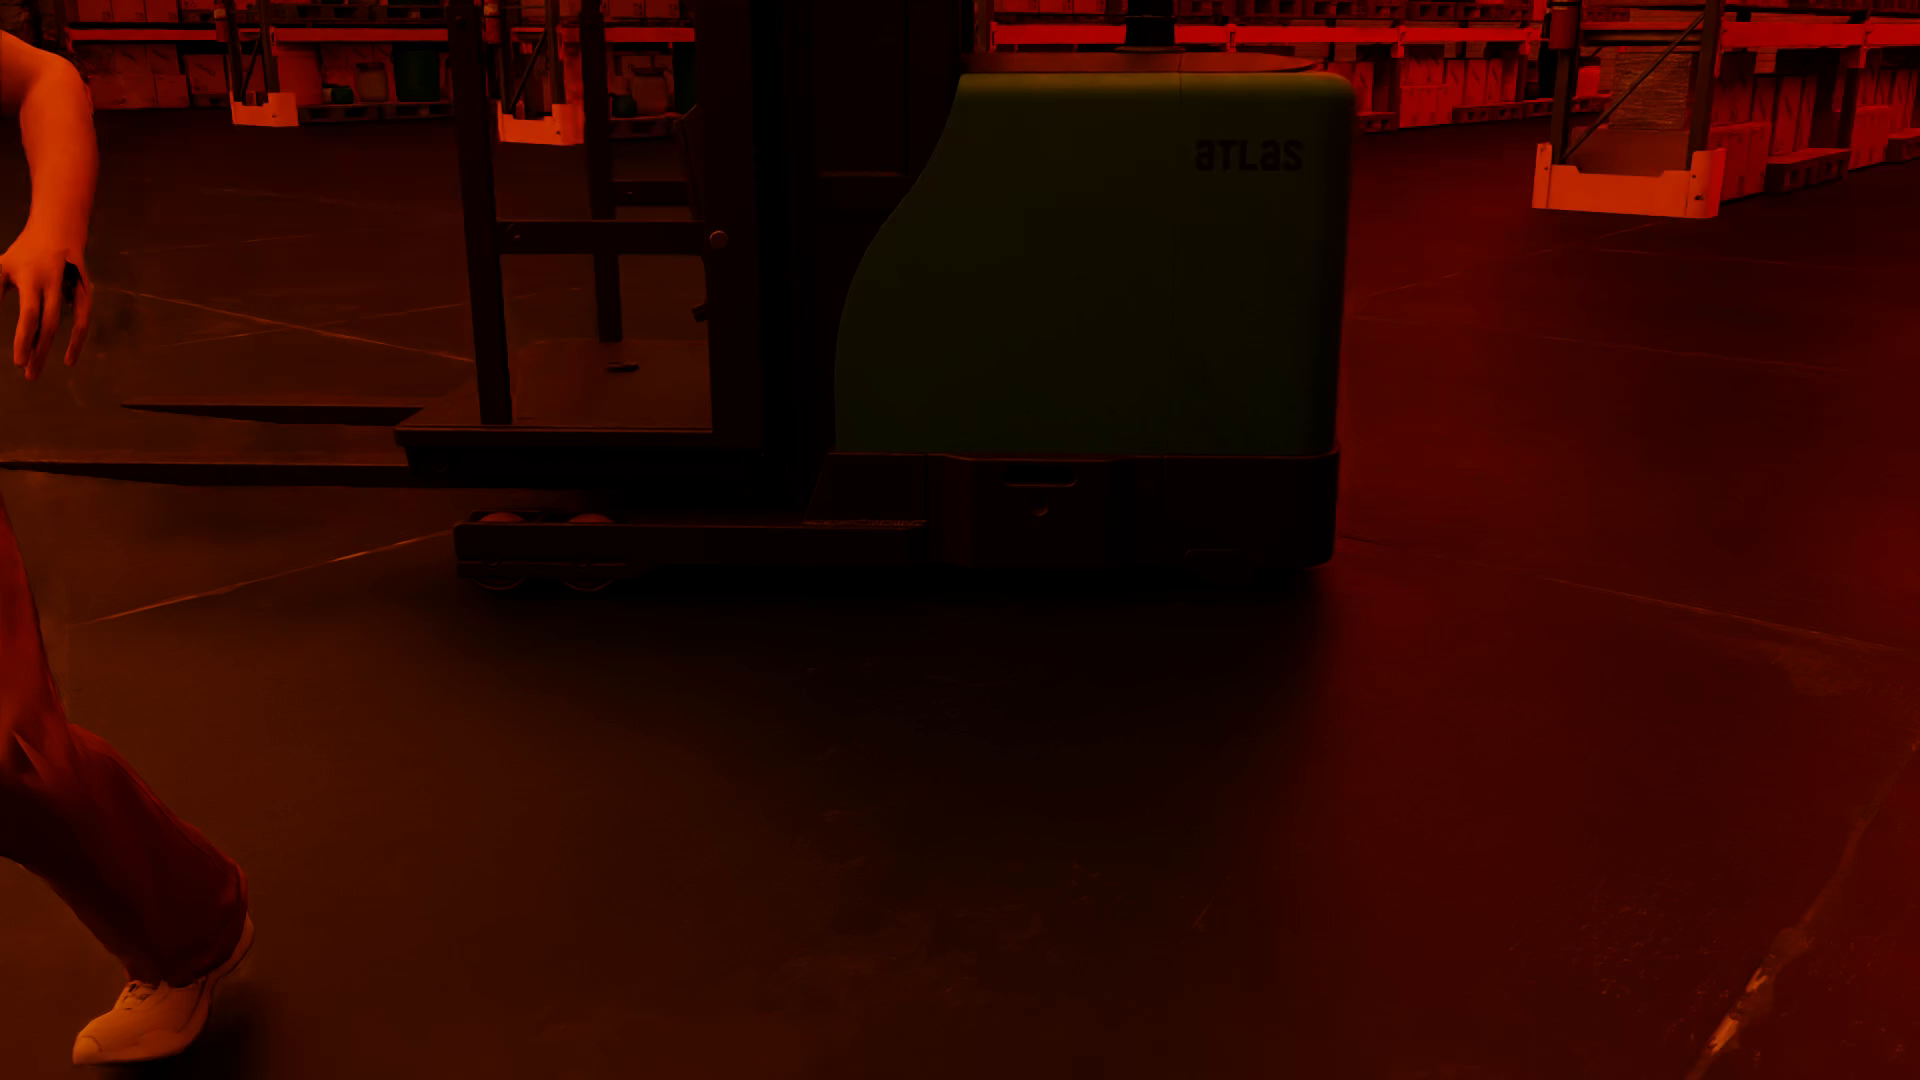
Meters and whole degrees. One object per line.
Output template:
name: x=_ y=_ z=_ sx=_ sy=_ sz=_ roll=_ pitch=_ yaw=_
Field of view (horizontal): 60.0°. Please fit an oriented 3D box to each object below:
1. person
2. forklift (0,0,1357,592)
person: x=-1.278 y=-0.041 z=1.643 sx=0.955 sy=1.611 sz=0.522 roll=-3 pitch=17 yaw=-10
forklift: x=-0.691 y=-1.444 z=3.652 sx=3.031 sy=2.935 sz=1.130 roll=1 pitch=17 yaw=2
